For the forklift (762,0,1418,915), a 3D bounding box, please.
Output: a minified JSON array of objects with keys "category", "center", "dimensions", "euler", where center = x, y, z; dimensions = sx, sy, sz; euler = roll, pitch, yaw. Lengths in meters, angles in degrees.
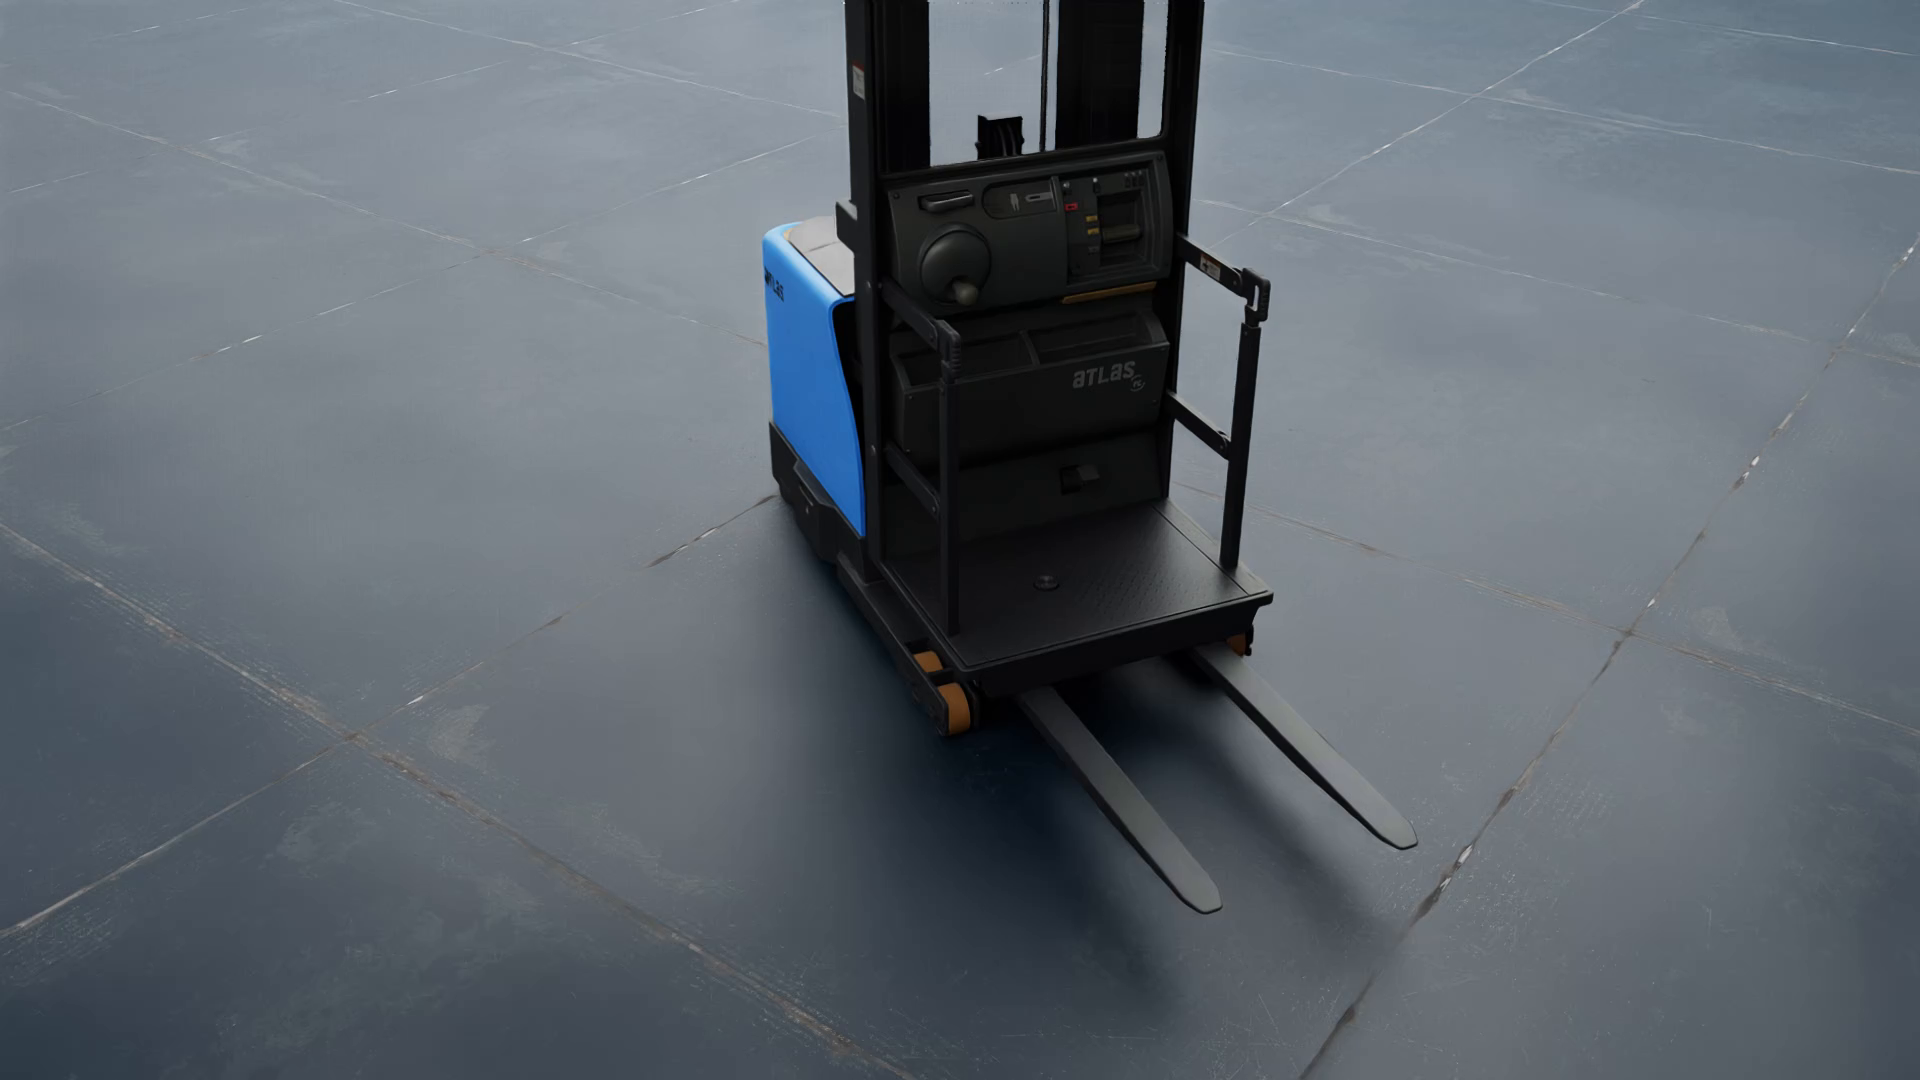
[{"category":"forklift","center":[0.314,-0.896,4.888],"dimensions":[1.130,2.935,3.031],"euler":[-13,33,-20]}]
